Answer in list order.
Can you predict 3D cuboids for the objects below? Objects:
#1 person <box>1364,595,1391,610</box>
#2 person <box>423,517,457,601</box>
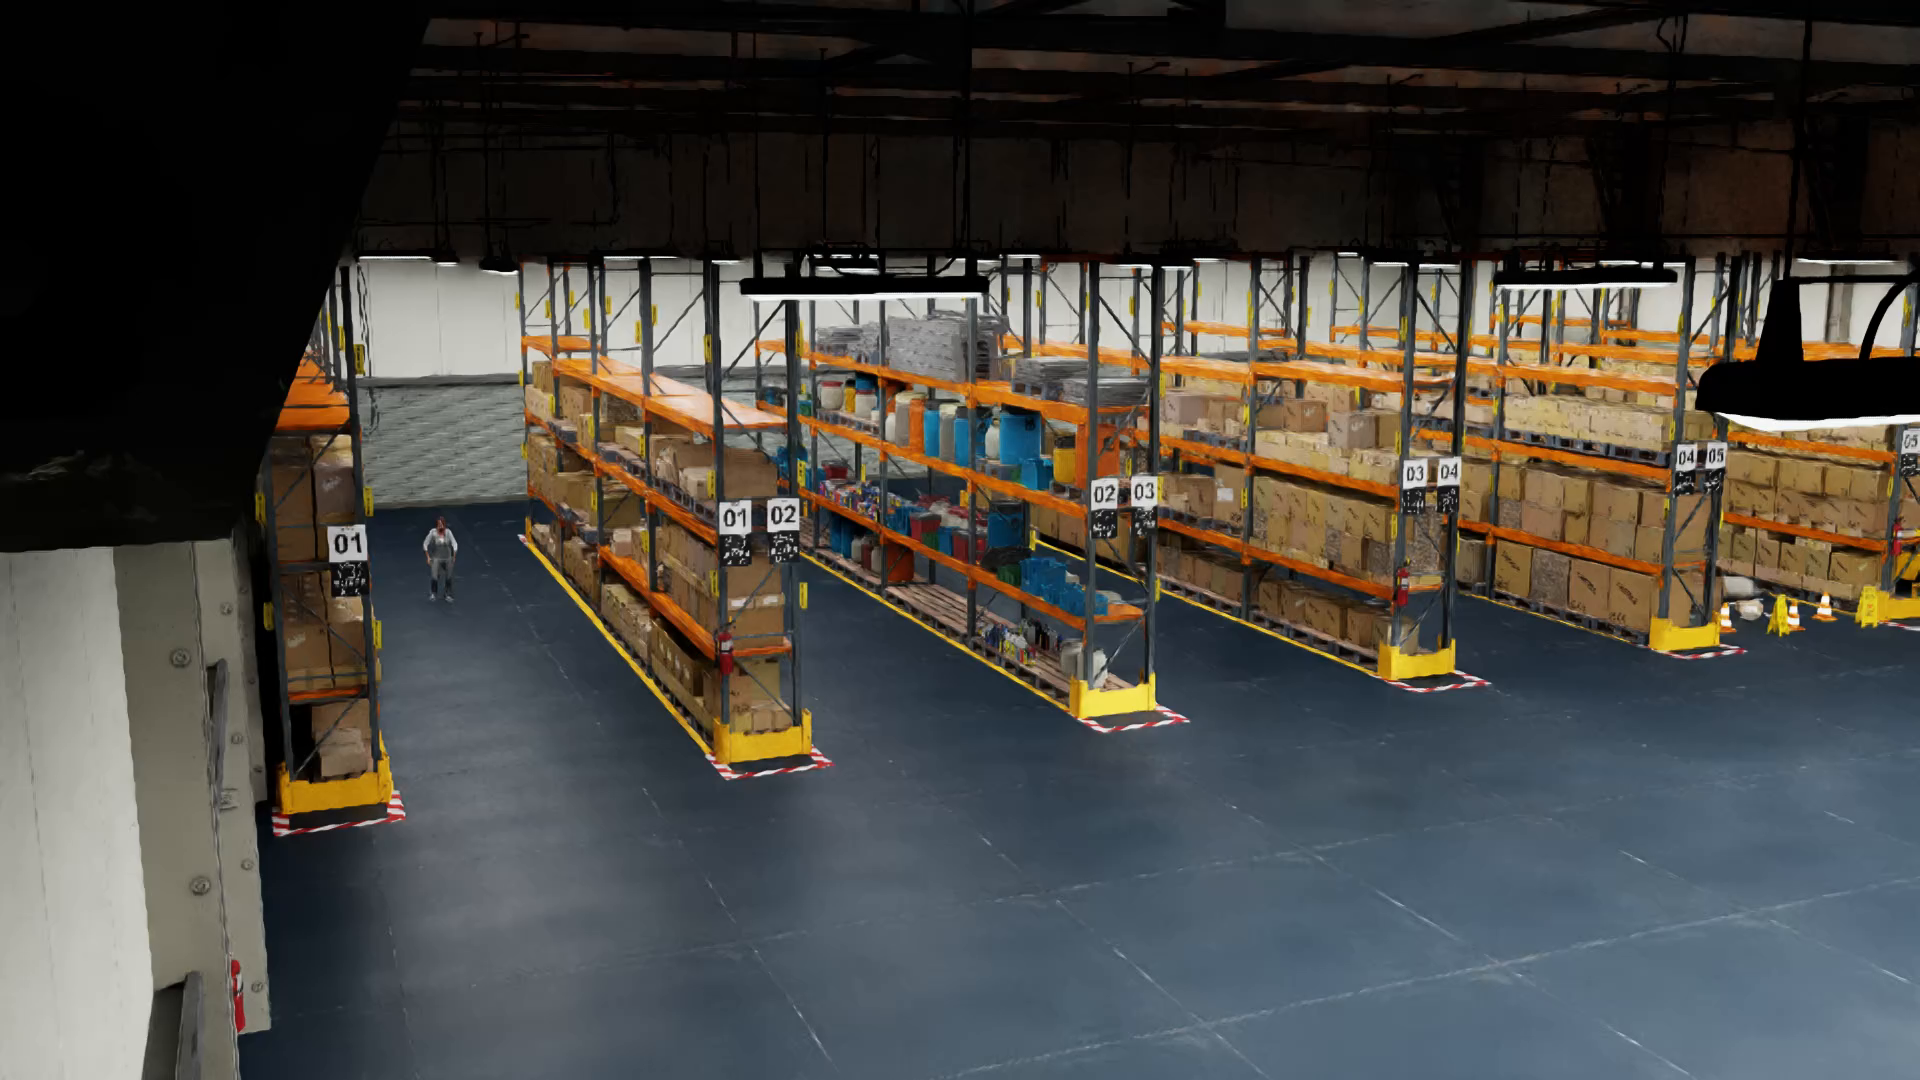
[{"bbox_3d":[7.279,0.286,28.541,0.580,1.746,0.655,1,10,8],"label":"person"},{"bbox_3d":[-9.047,0.333,28.977,0.566,1.541,0.519,-5,11,-25],"label":"person"}]
